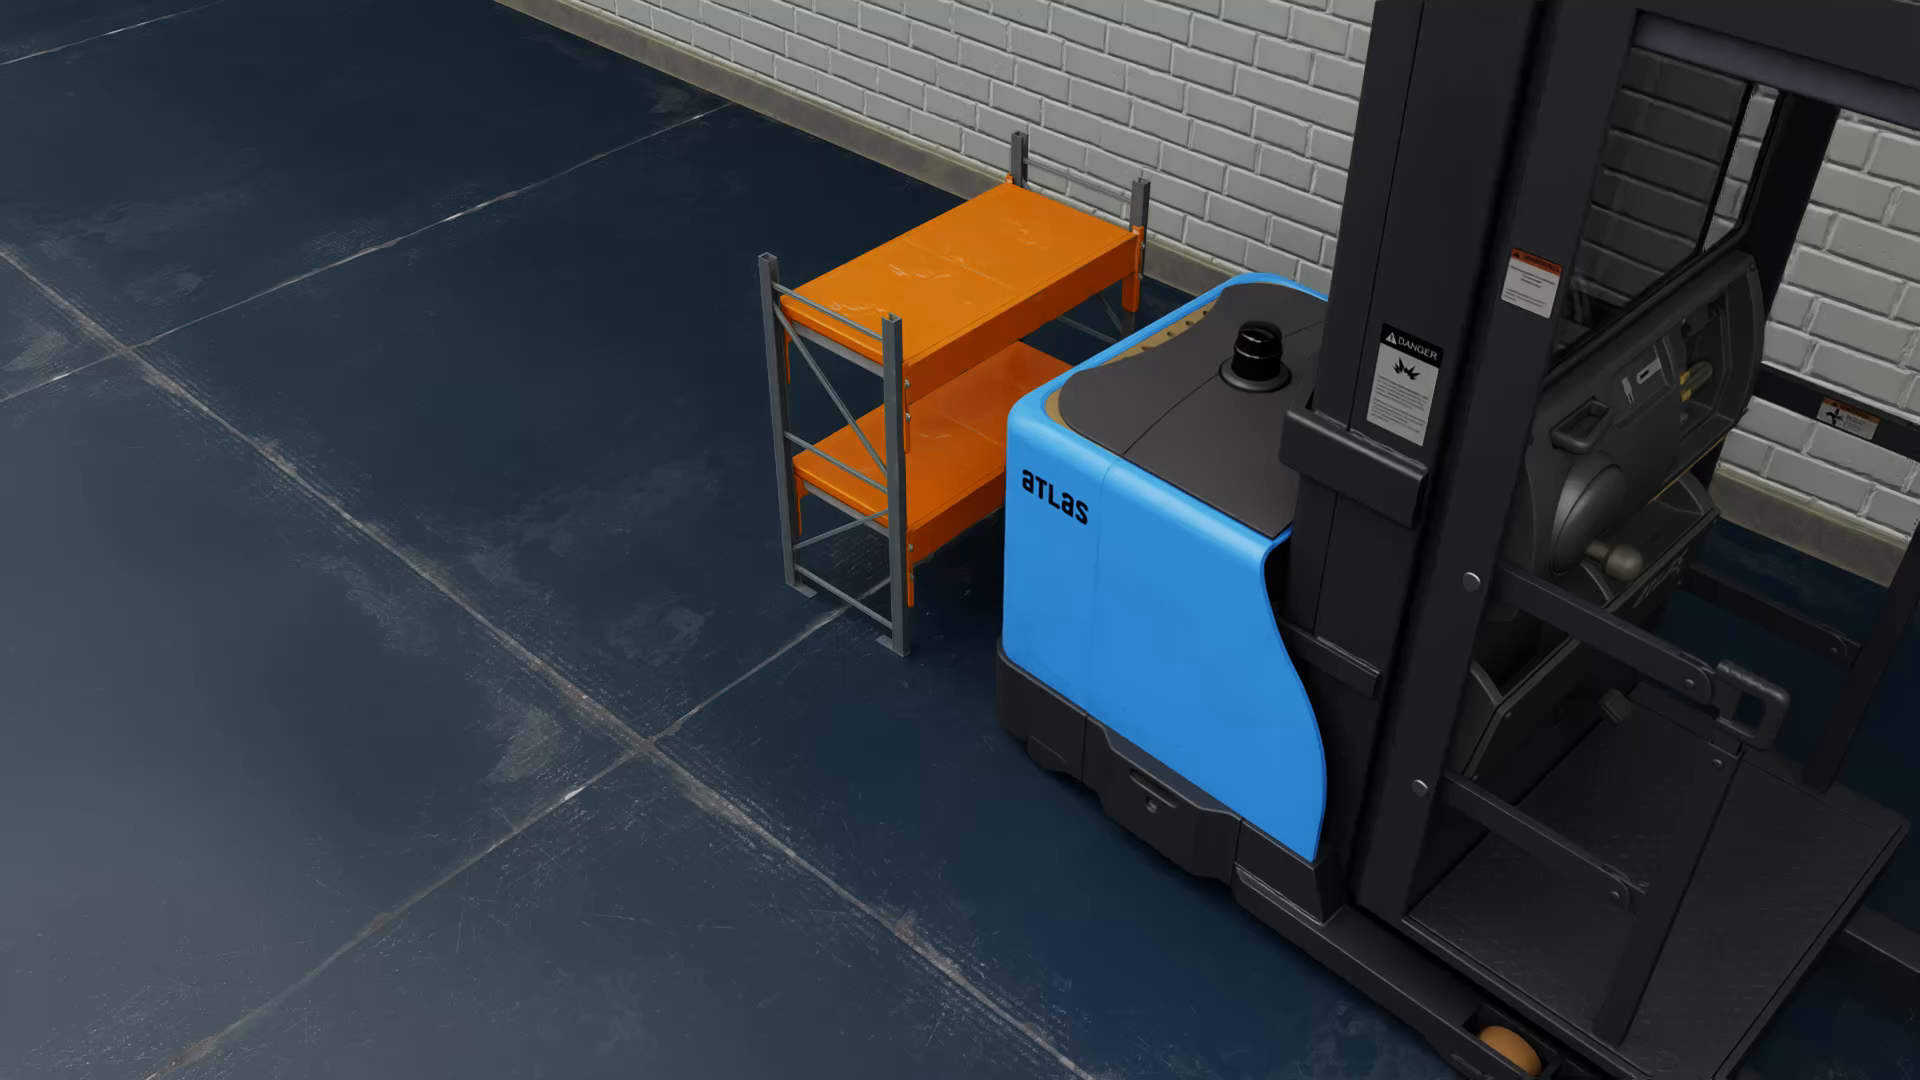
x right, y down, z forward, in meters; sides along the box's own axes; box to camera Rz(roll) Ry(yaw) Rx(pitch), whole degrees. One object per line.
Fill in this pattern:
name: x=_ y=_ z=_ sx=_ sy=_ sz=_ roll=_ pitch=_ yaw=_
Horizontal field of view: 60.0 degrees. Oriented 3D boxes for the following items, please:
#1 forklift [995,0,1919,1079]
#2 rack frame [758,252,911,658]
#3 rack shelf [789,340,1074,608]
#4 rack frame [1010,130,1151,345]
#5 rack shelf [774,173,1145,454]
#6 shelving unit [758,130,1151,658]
forklift: x=1.489 y=-0.185 z=3.128 sx=1.130 sy=2.935 sz=3.031 roll=-32 pitch=48 yaw=-33
rack frame: x=-0.338 y=-0.210 z=4.610 sx=0.500 sy=1.125 sz=0.032 roll=30 pitch=47 yaw=32
rack shelf: x=0.005 y=-0.252 z=5.056 sx=0.538 sy=0.278 sz=1.000 roll=30 pitch=47 yaw=32
rack frame: x=0.348 y=-0.677 z=5.198 sx=0.500 sy=1.125 sz=0.032 roll=30 pitch=47 yaw=32
rack shelf: x=0.005 y=-0.672 z=4.722 sx=0.538 sy=0.278 sz=1.000 roll=30 pitch=47 yaw=32
shelving unit: x=0.005 y=-0.443 z=4.904 sx=0.538 sy=1.125 sz=1.048 roll=30 pitch=47 yaw=32
